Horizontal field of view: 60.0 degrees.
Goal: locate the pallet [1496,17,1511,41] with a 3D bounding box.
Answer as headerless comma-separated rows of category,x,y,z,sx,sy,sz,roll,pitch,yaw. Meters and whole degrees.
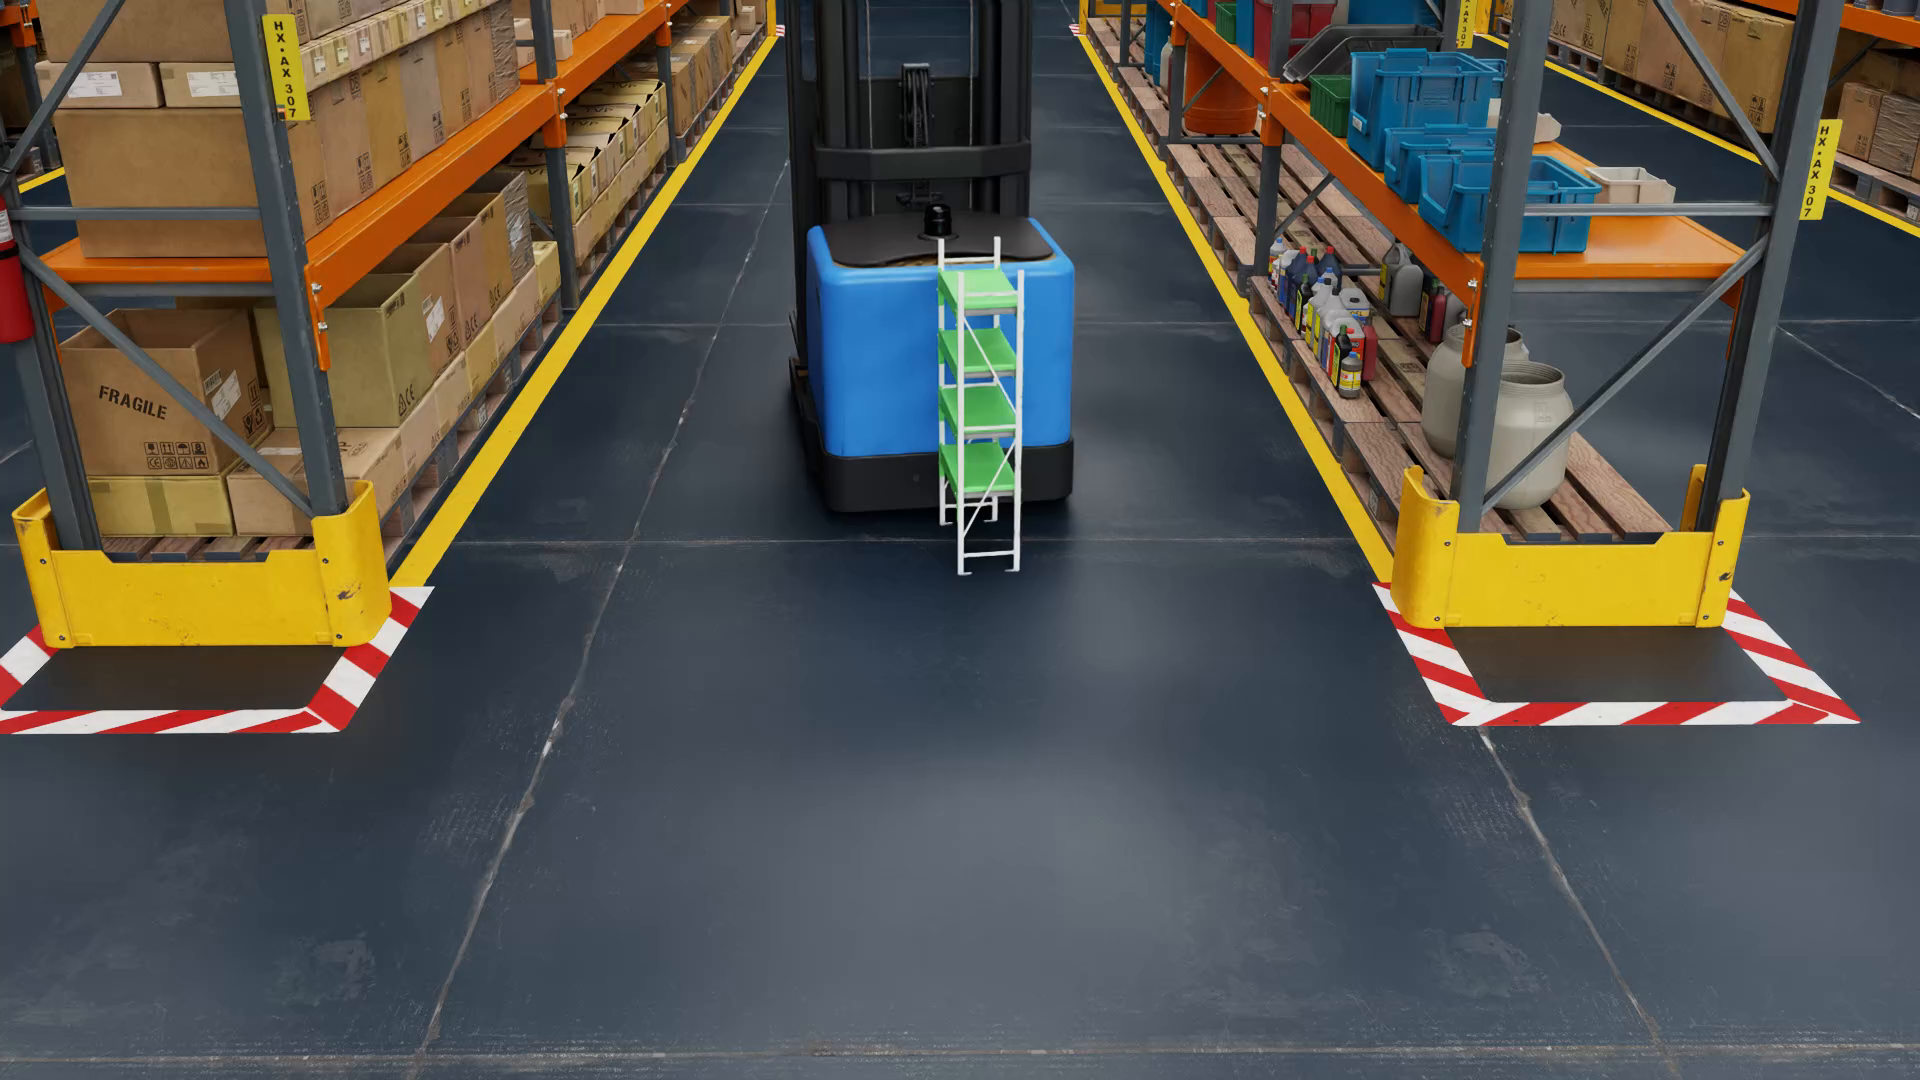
pallet,7.127,-6.103,19.988,1.003,0.211,1.213,0,24,-1

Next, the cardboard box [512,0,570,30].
cardboard box,-2.733,-3.294,10.272,0.500,0.500,0.500,1,24,3

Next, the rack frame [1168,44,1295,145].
rack frame,2.175,-4.384,12.803,1.000,3.000,0.127,0,24,-1

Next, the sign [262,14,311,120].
sign,-2.136,-1.497,5.274,0.100,0.325,0.005,0,24,-1

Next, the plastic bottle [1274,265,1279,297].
plastic bottle,1.786,-1.444,9.164,0.097,0.201,0.097,0,24,0

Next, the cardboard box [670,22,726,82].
cardboard box,-2.533,-4.667,15.929,0.500,0.500,0.500,0,24,0

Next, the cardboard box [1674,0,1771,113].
cardboard box,7.138,-4.281,14.644,1.225,0.875,0.875,0,24,0

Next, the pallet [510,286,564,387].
pallet,-2.768,-1.116,8.962,1.003,0.211,1.213,0,24,-1

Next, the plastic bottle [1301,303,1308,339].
plastic bottle,1.794,-1.132,8.475,0.097,0.201,0.097,0,24,0

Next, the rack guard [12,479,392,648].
rack guard,-2.691,0.082,5.961,1.175,0.500,0.348,0,24,-1

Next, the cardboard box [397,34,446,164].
cardboard box,-2.703,-1.942,7.284,0.700,0.500,0.500,0,24,1

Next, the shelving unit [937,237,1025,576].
shelving unit,0.073,-0.517,6.437,0.258,1.200,0.503,-4,25,-8

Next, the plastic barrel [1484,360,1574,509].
plastic barrel,2.178,-0.416,6.539,0.421,0.512,0.421,0,24,0

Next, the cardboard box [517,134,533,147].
cardboard box,-3.041,-2.494,10.772,0.500,0.311,0.500,0,24,-1

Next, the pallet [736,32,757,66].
pallet,-2.845,-5.528,18.716,1.003,0.211,1.213,0,24,-1

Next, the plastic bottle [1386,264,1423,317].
plastic bottle,2.368,-1.341,8.846,0.152,0.276,0.135,0,24,-1

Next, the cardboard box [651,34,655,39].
cardboard box,-3.046,-4.447,15.441,0.500,0.500,0.500,0,24,0

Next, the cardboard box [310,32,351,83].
cardboard box,-2.487,-1.782,6.141,0.380,0.149,0.250,0,24,0

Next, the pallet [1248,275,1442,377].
pallet,2.184,-1.188,9.121,1.003,0.211,1.213,0,24,-1

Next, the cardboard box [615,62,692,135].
cardboard box,-2.498,-3.613,13.599,0.500,0.500,0.500,1,24,2

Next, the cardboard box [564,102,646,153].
cardboard box,-2.512,-2.920,11.713,0.500,0.311,0.500,0,24,-1

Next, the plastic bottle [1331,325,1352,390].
plastic bottle,1.784,-0.853,7.758,0.061,0.283,0.133,0,24,1

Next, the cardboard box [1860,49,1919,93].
cardboard box,7.165,-3.533,12.512,0.500,0.250,0.500,1,24,2

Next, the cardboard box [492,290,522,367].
cardboard box,-2.496,-1.051,8.261,0.500,0.250,0.500,0,24,-1

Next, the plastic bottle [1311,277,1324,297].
plastic bottle,1.853,-1.220,8.585,0.097,0.271,0.097,0,24,0

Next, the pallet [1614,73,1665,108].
pallet,7.167,-4.466,16.369,1.003,0.211,1.213,0,24,-1

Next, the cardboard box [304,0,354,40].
cardboard box,-2.695,-2.134,6.133,0.700,0.500,0.500,-1,24,-2

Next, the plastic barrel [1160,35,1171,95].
plastic barrel,2.044,-4.341,15.217,0.421,0.512,0.421,0,24,0

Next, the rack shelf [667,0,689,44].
rack shelf,-2.800,-4.859,14.727,1.077,0.370,4.000,0,24,-1

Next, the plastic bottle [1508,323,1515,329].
plastic bottle,2.569,-0.892,7.845,0.061,0.283,0.133,0,24,0

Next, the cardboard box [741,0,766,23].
cardboard box,-2.614,-6.498,19.977,0.500,0.500,0.500,0,24,-1

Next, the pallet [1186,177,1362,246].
pallet,2.155,-2.292,11.562,1.003,0.211,1.213,0,24,-1

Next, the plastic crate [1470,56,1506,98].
plastic crate,2.502,-2.213,8.183,0.499,0.251,0.616,0,24,-1

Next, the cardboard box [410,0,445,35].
cardboard box,-2.500,-2.312,7.314,0.380,0.149,0.250,1,24,1

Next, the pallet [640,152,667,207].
pallet,-2.809,-2.753,12.581,1.003,0.211,1.213,0,24,-1

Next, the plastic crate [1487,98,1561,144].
plastic crate,2.489,-1.947,7.736,0.530,0.136,0.437,0,24,-1

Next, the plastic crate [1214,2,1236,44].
plastic crate,1.917,-3.355,10.786,0.450,0.188,0.662,0,24,-1

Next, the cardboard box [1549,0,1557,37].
cardboard box,7.137,-6.287,19.081,0.875,0.875,0.875,0,24,-1

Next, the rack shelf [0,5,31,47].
rack shelf,-7.710,-3.187,11.030,1.077,0.370,4.000,0,24,-1

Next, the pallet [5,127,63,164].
pallet,-7.665,-3.394,13.998,1.003,0.211,1.213,0,24,-1

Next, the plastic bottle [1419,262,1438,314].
plastic bottle,2.516,-1.386,8.855,0.144,0.351,0.185,-1,24,-3

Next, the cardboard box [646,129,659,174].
cardboard box,-2.520,-2.874,12.291,0.500,0.250,0.500,-1,24,-1

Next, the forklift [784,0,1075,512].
forklift,-0.263,-2.027,7.674,1.130,2.935,3.031,-4,25,-8

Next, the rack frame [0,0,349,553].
rack frame,-2.691,-1.067,5.468,1.000,3.000,0.127,0,24,-1

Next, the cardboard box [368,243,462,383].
cardboard box,-2.500,-0.981,7.196,0.500,0.500,0.500,0,24,-1

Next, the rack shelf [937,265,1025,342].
rack shelf,0.073,-0.896,6.266,0.258,0.148,0.480,-4,25,-8

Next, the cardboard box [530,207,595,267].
cardboard box,-2.492,-1.821,9.963,0.500,0.250,0.500,-1,24,-2

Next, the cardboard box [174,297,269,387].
cardboard box,-3.020,-0.978,7.190,0.500,0.500,0.500,0,24,-1
